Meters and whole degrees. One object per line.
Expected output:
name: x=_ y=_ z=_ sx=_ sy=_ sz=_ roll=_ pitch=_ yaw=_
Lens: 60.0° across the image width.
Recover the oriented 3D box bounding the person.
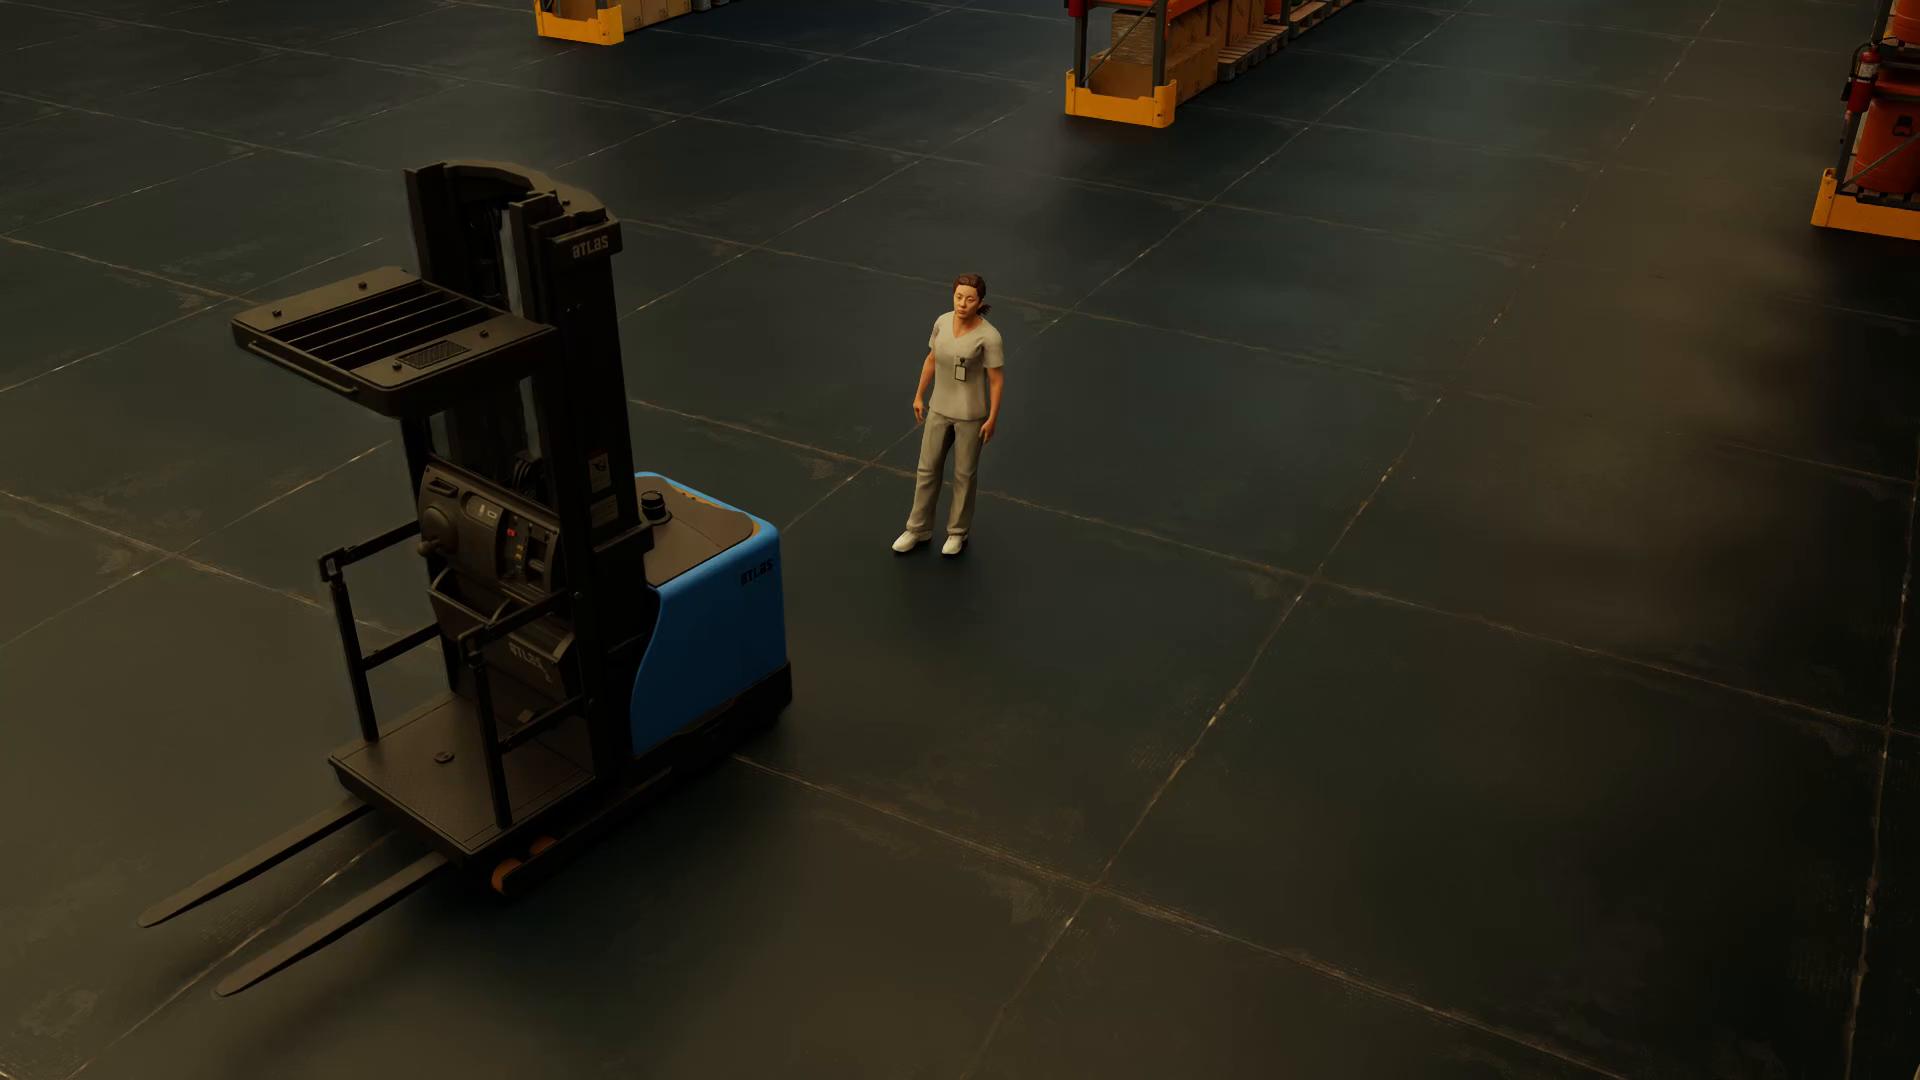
person: x=-0.047 y=-0.699 z=9.533 sx=0.550 sy=1.666 sz=0.549 roll=15 pitch=33 yaw=25

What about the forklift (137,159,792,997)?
forklift: x=-2.174 y=0.012 z=7.050 sx=1.130 sy=2.935 sz=3.031 roll=22 pitch=37 yaw=33
